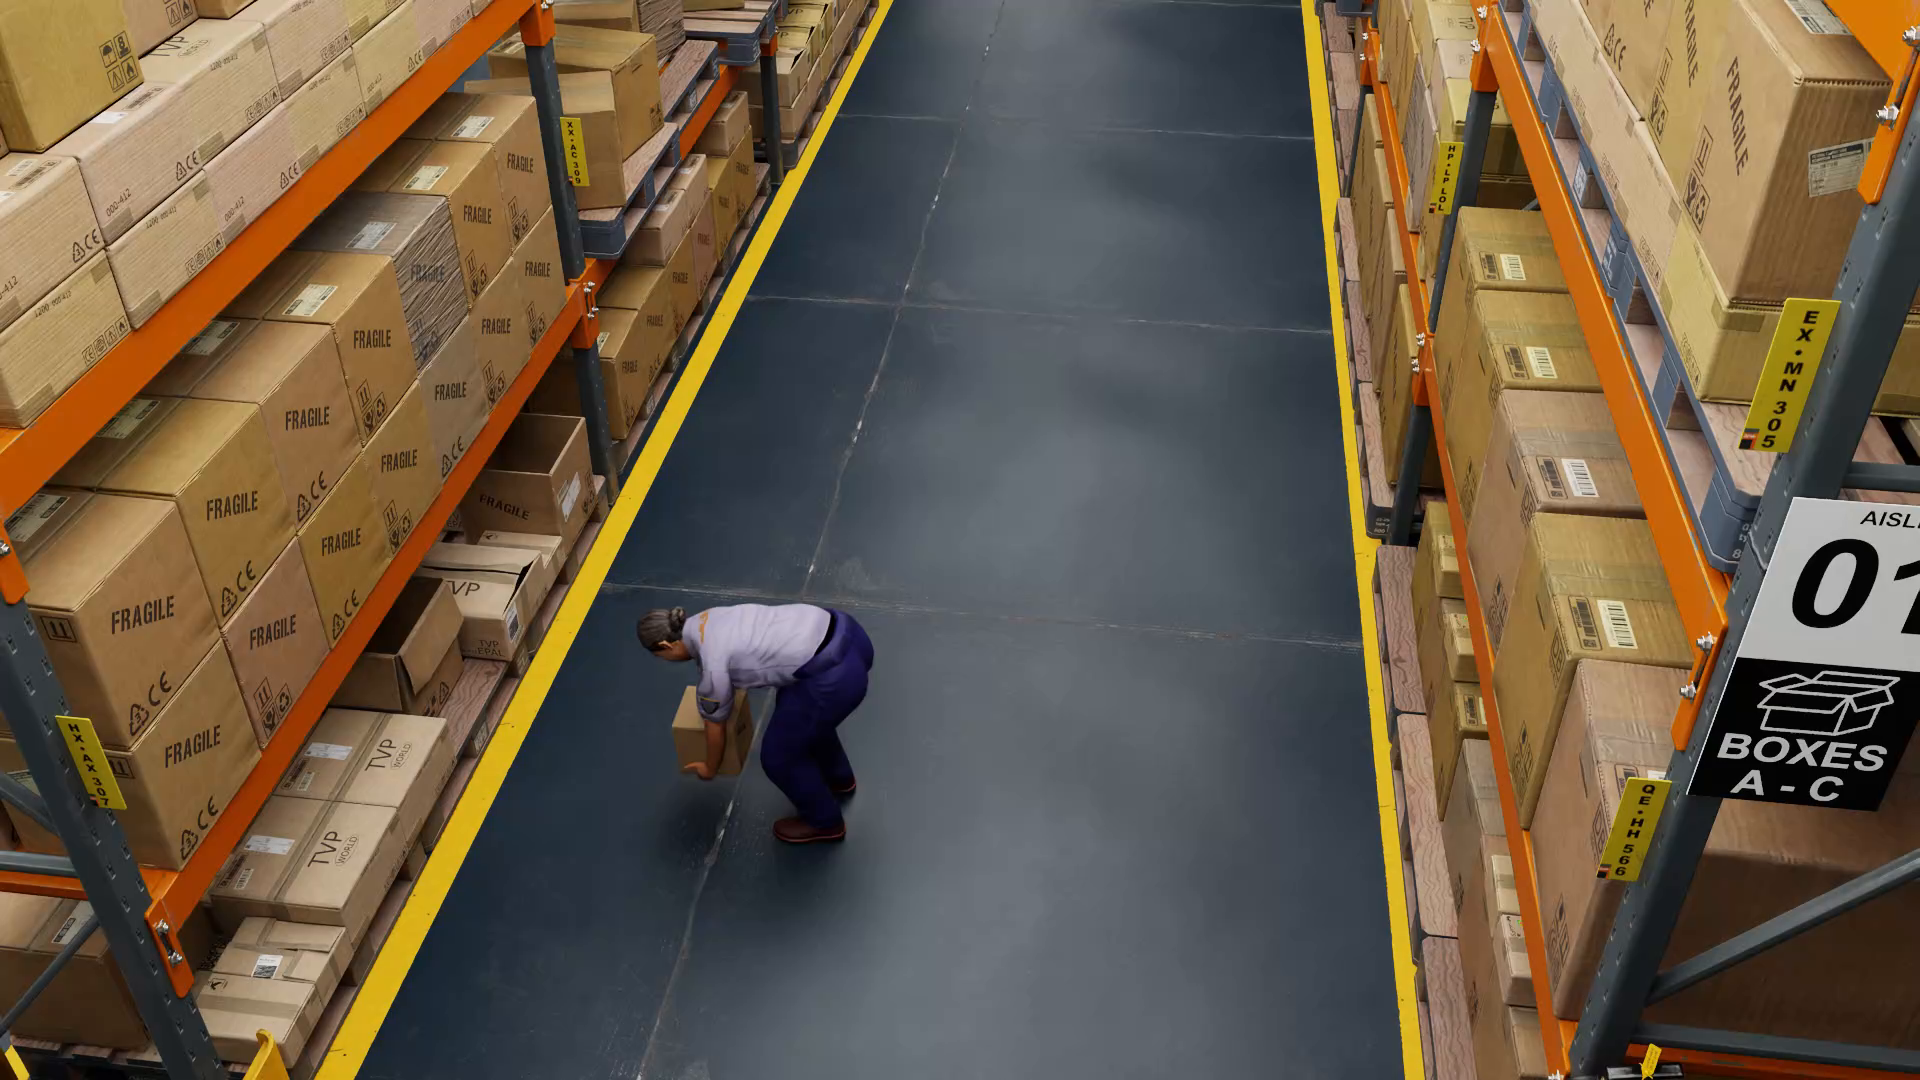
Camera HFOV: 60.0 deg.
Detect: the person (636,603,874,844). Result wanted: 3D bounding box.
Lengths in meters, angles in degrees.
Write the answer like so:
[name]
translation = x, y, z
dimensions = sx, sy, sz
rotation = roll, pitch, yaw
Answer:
[person]
translation = -0.795, 0.694, 6.626
dimensions = 0.907, 1.037, 0.478
rotation = 3, 36, 4
